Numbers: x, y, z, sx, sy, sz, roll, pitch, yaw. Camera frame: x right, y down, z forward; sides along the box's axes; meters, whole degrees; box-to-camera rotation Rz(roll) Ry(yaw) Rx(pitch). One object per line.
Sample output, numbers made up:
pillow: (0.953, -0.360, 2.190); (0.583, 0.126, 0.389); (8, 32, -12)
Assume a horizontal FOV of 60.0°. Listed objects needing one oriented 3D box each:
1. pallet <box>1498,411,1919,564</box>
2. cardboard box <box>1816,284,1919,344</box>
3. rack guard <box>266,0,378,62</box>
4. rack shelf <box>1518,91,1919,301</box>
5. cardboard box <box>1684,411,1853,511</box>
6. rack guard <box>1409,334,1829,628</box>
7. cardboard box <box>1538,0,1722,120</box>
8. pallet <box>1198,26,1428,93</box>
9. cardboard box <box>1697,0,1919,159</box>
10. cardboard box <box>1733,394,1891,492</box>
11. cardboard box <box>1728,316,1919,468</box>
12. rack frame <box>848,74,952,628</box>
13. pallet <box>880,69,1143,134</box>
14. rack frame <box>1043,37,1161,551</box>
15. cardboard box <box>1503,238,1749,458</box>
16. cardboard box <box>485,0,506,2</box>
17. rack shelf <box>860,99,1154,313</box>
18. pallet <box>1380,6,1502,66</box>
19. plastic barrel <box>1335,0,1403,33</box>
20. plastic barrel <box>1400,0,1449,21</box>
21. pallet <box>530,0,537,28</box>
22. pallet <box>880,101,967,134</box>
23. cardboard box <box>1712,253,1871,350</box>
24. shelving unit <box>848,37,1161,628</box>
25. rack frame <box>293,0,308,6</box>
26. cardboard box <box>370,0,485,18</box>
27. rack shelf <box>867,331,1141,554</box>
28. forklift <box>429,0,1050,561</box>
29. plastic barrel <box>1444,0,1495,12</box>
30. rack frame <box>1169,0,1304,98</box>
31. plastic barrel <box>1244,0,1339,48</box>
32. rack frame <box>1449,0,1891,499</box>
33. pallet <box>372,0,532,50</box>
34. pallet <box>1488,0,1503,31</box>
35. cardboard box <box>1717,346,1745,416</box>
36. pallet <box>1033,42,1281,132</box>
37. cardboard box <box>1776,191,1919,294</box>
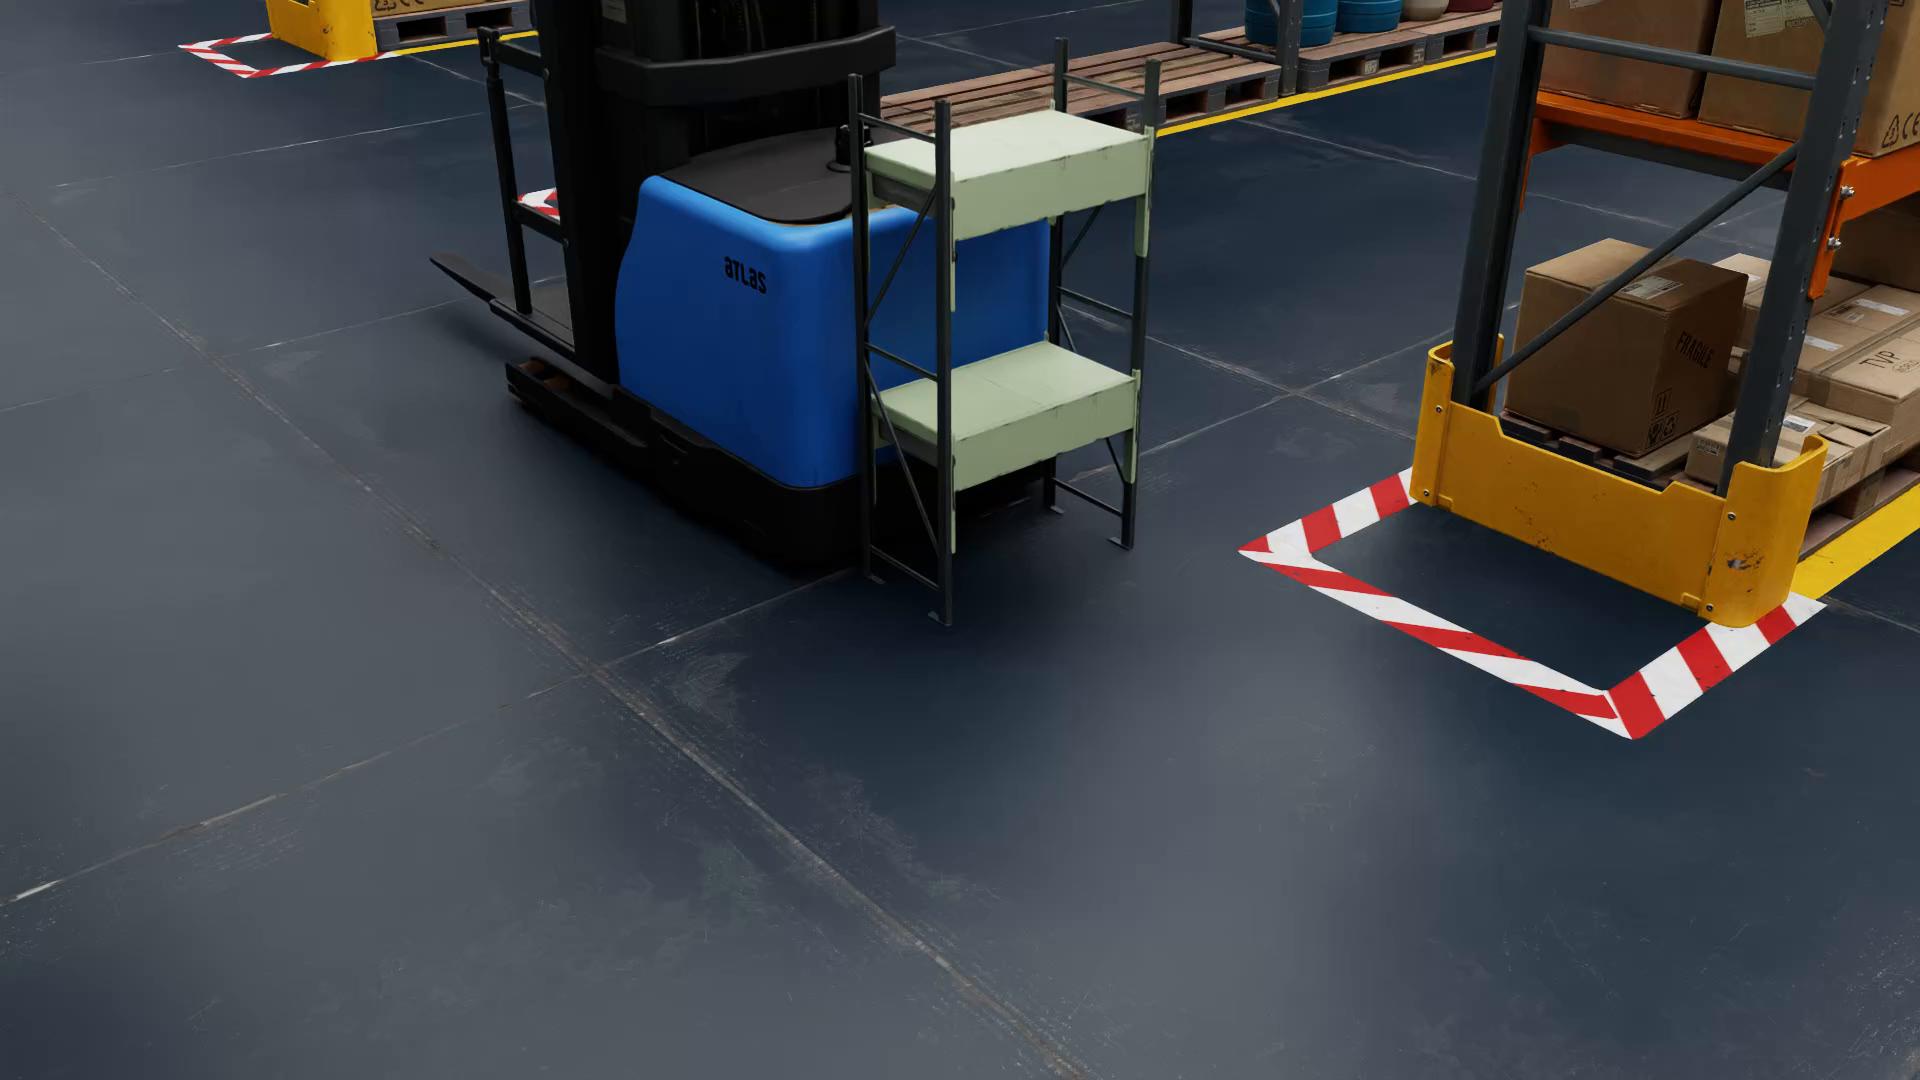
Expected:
pallet: (2.583, -0.333, 5.650); (1.213, 0.211, 1.003); (-22, 35, -35)
cardboard box: (3.278, -0.648, 5.730); (0.500, 0.250, 0.500); (-22, 35, -35)
rack guard: (-4.525, -3.739, 11.716); (0.348, 0.500, 1.175); (-22, 35, -35)
rack shelf: (3.441, -1.590, 5.807); (4.000, 0.370, 1.077); (-22, 35, -35)
cardboard box: (2.461, -0.237, 5.070); (0.250, 0.149, 0.380); (-22, 35, -35)
rack guard: (1.977, -0.217, 5.125); (0.348, 0.500, 1.175); (-22, 35, -35)
cardboard box: (2.084, -1.574, 4.908); (0.500, 0.500, 0.500); (-21, 34, -33)
pallet: (2.365, -3.288, 11.178); (1.213, 0.211, 1.003); (-22, 35, -35)
cardboard box: (2.428, -1.381, 4.546); (0.500, 0.500, 0.500); (-21, 35, -34)
cardboard box: (2.651, -0.322, 5.208); (0.250, 0.166, 0.380); (-22, 35, -35)
cardboard box: (2.898, -0.495, 5.444); (0.500, 0.250, 0.500); (-22, 35, -35)
rack frame: (-0.158, -0.483, 4.563); (0.023, 1.500, 0.400); (-21, 35, -34)
pallet: (0.288, -2.453, 9.616); (1.213, 0.211, 1.003); (-22, 35, -35)
rack frame: (0.407, -0.702, 4.973); (0.023, 1.500, 0.400); (-21, 35, -34)
cardboard box: (2.173, -0.642, 5.454); (0.500, 0.500, 0.500); (-22, 35, -35)
cardboard box: (-3.380, -4.600, 12.484); (0.875, 0.875, 0.875); (-22, 35, -35)
rack shelf: (0.125, -0.937, 4.584); (0.720, 0.370, 0.431); (-21, 35, -34)
pallet: (3.293, -3.663, 11.881); (1.213, 0.211, 1.003); (-22, 35, -35)
plastic barrel: (2.714, -3.933, 11.208); (0.708, 0.901, 0.600); (-22, 35, -35)
plastic barrel: (3.202, -3.902, 11.563); (0.421, 0.512, 0.421); (0, 28, 0)
pallet: (-3.022, -4.263, 13.003); (1.213, 0.211, 1.003); (-22, 35, -35)
pallet: (-0.640, -2.082, 8.921); (1.213, 0.211, 1.003); (-22, 35, -35)
cardboard box: (2.916, -0.812, 6.037); (0.500, 0.250, 0.500); (-22, 35, -35)
shelving unit: (0.125, -0.593, 4.768); (0.755, 1.500, 0.431); (-21, 35, -34)
rack frame: (-4.507, -4.849, 11.141); (0.127, 3.000, 1.000); (-22, 35, -35)
cardboard box: (-4.072, -4.322, 11.963); (0.875, 0.875, 0.875); (-22, 35, -35)
rack shelf: (0.125, -0.305, 4.922); (0.720, 0.370, 0.431); (-21, 35, -34)
forklift: (-1.028, -1.852, 5.606); (1.130, 2.935, 3.031); (-21, 35, -34)
plastic barrel: (3.573, -4.141, 11.929); (0.708, 0.588, 0.600); (-22, 35, -35)
rack frame: (1.750, -4.297, 10.107); (0.127, 3.000, 1.000); (-22, 35, -35)
plastic barrel: (2.175, -3.717, 10.803); (0.708, 0.901, 0.600); (-22, 35, -35)
rack frame: (1.920, -1.296, 4.492); (0.127, 3.000, 1.000); (-22, 35, -35)
pallet: (-3.950, -3.892, 12.308); (1.213, 0.211, 1.003); (-22, 35, -35)
pallet: (4.221, -4.034, 12.575); (1.213, 0.211, 1.003); (-22, 35, -35)
cardboard box: (2.540, -0.586, 5.704); (0.250, 0.166, 0.380); (-22, 35, -35)
pallet: (1.216, -2.828, 10.318); (1.213, 0.211, 1.003); (-22, 35, -35)
cardboard box: (3.537, -1.036, 6.188); (0.637, 0.503, 0.797); (-22, 35, -35)
